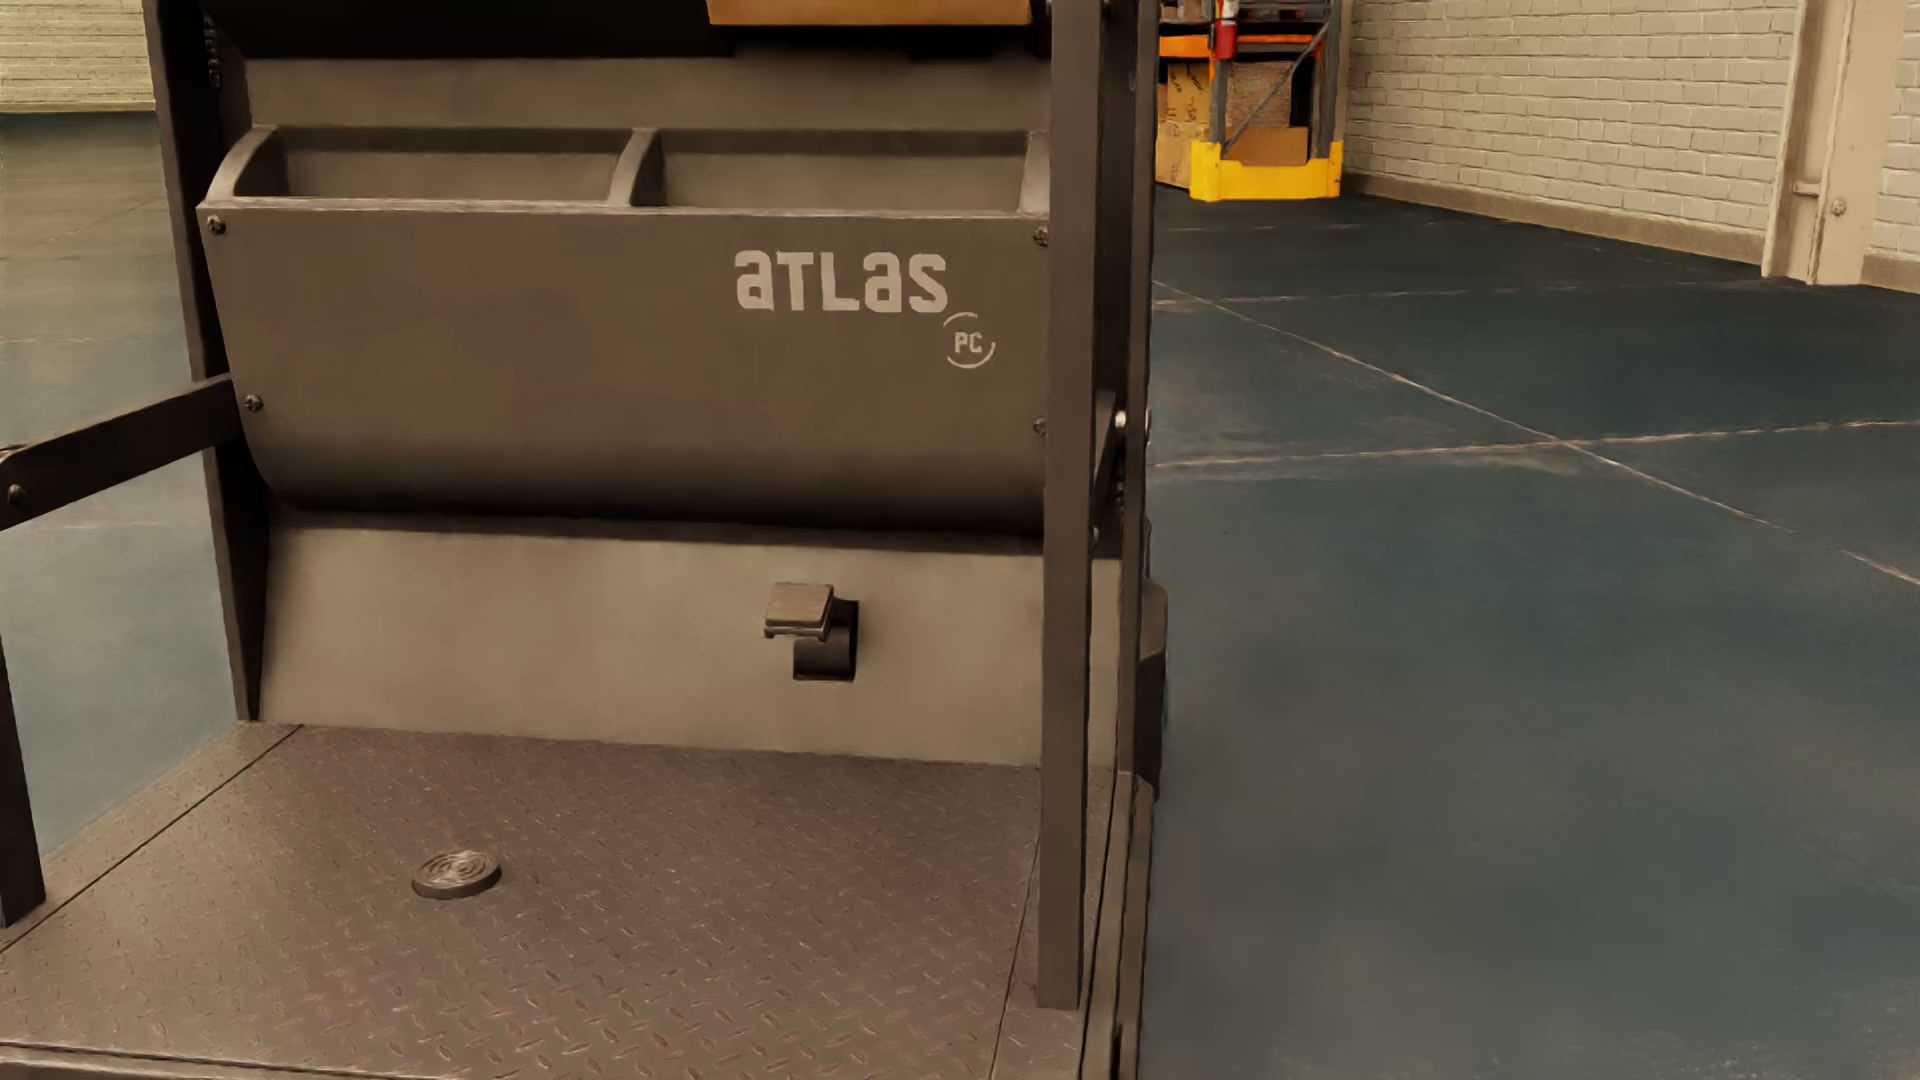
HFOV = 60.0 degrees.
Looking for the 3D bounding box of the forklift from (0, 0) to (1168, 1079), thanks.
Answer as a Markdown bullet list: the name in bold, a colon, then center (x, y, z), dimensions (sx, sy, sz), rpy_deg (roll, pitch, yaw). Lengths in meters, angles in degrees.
- **forklift**: center (-0.368, -0.763, 1.435), dimensions (1.130, 2.935, 3.031), rpy_deg (2, 17, 8)
